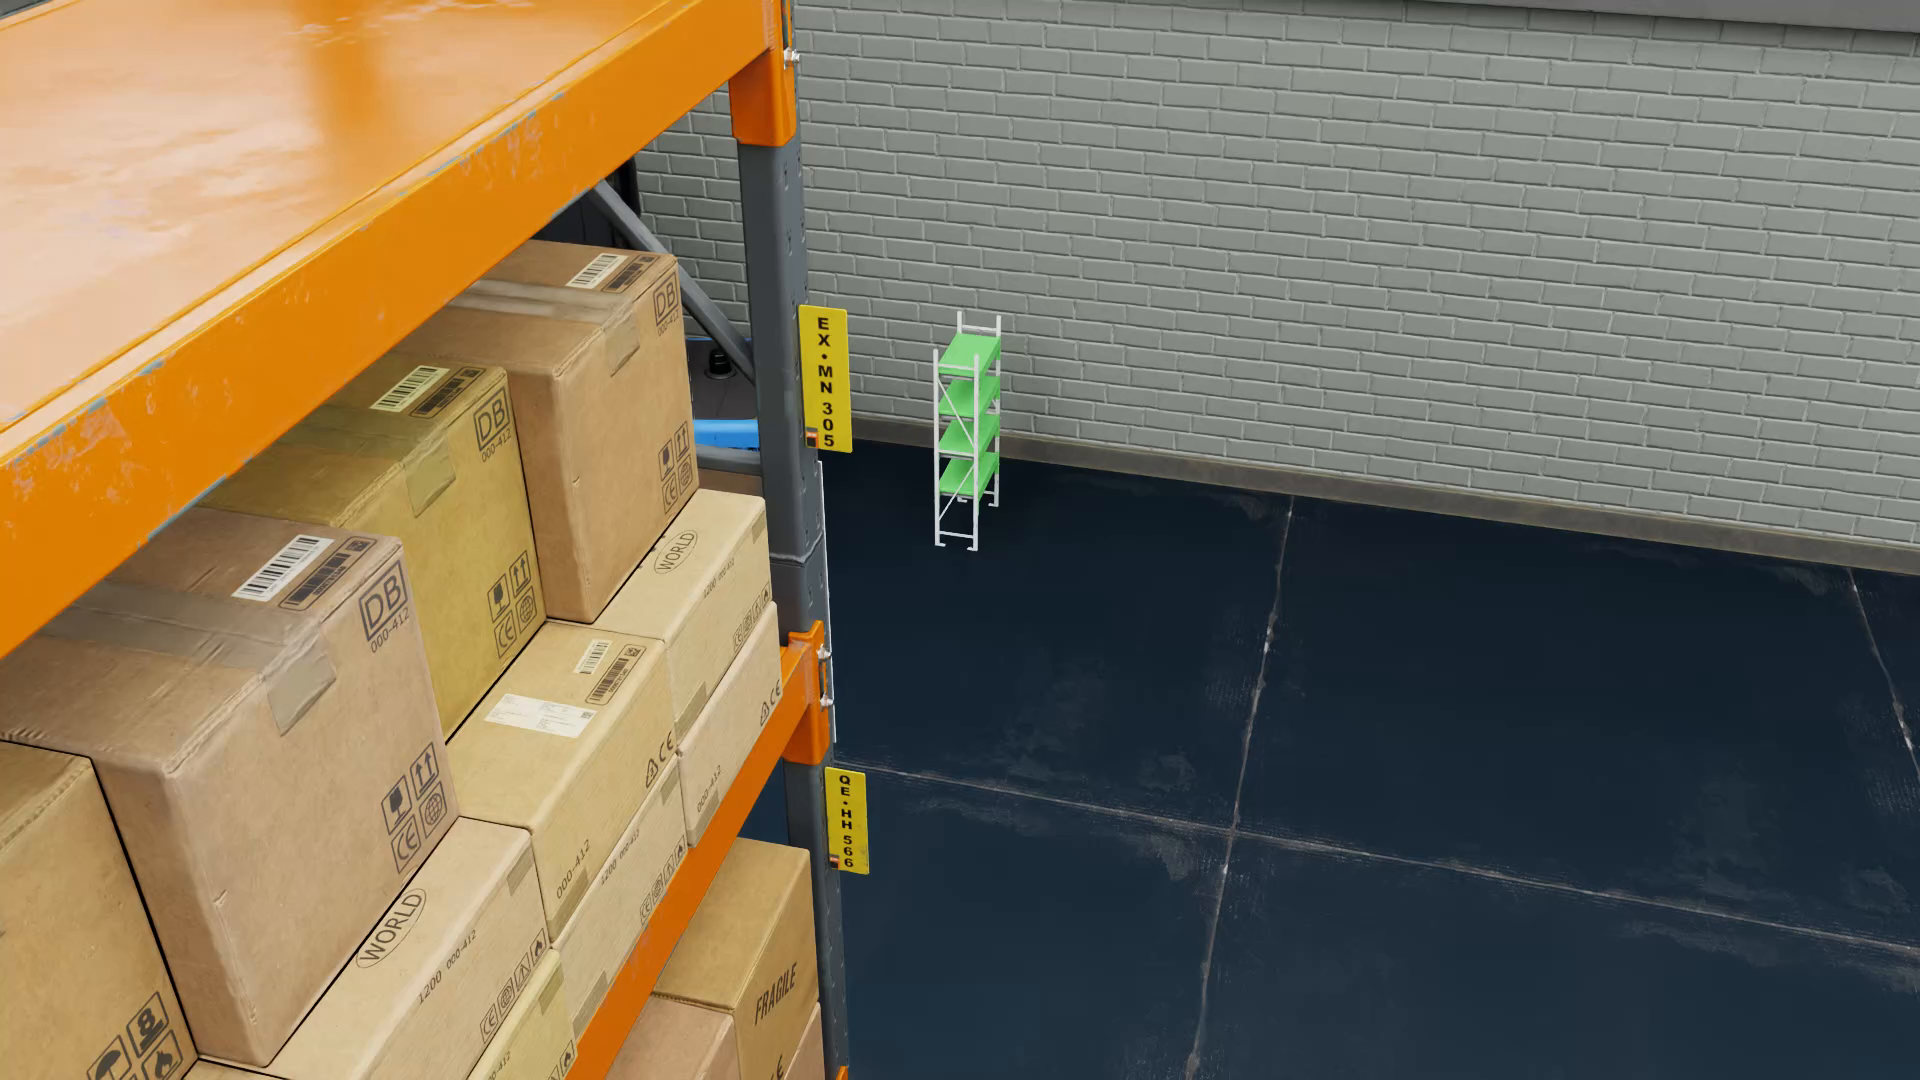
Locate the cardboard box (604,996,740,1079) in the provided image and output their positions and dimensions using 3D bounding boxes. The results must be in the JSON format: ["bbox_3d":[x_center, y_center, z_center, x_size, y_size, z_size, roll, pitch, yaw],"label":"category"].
[{"bbox_3d":[-0.782,1.292,3.467,0.500,0.500,0.500,9,34,14],"label":"cardboard box"}]

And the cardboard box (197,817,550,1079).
[{"bbox_3d":[-0.948,0.631,2.408,0.500,0.250,0.500,8,33,12],"label":"cardboard box"}]

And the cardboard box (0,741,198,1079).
[{"bbox_3d":[-1.371,0.533,1.865,0.700,0.500,0.500,8,33,12],"label":"cardboard box"}]

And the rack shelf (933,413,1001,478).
[{"bbox_3d":[0.042,-0.538,9.167,0.258,0.148,0.480,8,33,12],"label":"rack shelf"}]

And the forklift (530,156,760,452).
[{"bbox_3d":[-2.357,-1.175,8.436,3.031,2.935,1.130,0,32,0],"label":"forklift"}]

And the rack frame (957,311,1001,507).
[{"bbox_3d":[0.104,-0.719,9.332,0.240,1.200,0.015,8,33,12],"label":"rack frame"}]

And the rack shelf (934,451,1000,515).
[{"bbox_3d":[0.042,-0.336,9.296,0.258,0.148,0.480,8,33,12],"label":"rack shelf"}]

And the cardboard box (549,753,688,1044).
[{"bbox_3d":[-0.820,0.583,2.950,0.500,0.250,0.500,8,33,12],"label":"cardboard box"}]

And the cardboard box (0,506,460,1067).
[{"bbox_3d":[-1.154,0.286,2.253,0.700,0.500,0.500,8,33,12],"label":"cardboard box"}]

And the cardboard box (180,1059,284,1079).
[{"bbox_3d":[-1.069,0.892,1.999,0.500,0.250,0.500,8,33,12],"label":"cardboard box"}]

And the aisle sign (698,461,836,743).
[{"bbox_3d":[-0.494,0.134,3.889,0.394,0.787,0.004,8,33,12],"label":"aisle sign"}]

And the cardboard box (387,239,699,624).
[{"bbox_3d":[-0.922,-0.236,3.074,0.700,0.500,0.500,8,33,12],"label":"cardboard box"}]

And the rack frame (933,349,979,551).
[{"bbox_3d":[-0.020,-0.466,8.934,0.240,1.200,0.015,8,33,12],"label":"rack frame"}]

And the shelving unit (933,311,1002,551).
[{"bbox_3d":[0.042,-0.592,9.133,0.258,1.200,0.503,8,33,12],"label":"shelving unit"}]

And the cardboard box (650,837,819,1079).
[{"bbox_3d":[-0.654,1.030,3.879,0.500,0.500,0.500,8,33,12],"label":"cardboard box"}]

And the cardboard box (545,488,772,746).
[{"bbox_3d":[-0.691,0.113,3.224,0.500,0.250,0.500,8,33,12],"label":"cardboard box"}]

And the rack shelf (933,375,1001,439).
[{"bbox_3d":[0.042,-0.741,9.039,0.258,0.148,0.480,8,33,12],"label":"rack shelf"}]

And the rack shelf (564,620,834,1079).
[{"bbox_3d":[-1.315,1.301,2.352,1.077,0.370,4.000,8,33,12],"label":"rack shelf"}]

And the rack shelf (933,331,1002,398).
[{"bbox_3d":[0.042,-0.943,8.910,0.258,0.148,0.480,8,33,12],"label":"rack shelf"}]

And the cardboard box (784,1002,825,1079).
[{"bbox_3d":[-0.658,1.453,4.146,0.500,0.500,0.500,9,34,14],"label":"cardboard box"}]

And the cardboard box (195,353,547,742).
[{"bbox_3d":[-1.131,0.012,2.684,0.700,0.500,0.500,8,33,12],"label":"cardboard box"}]

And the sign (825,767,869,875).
[{"bbox_3d":[-0.276,0.689,4.066,0.100,0.325,0.005,8,33,12],"label":"sign"}]

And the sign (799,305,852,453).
[{"bbox_3d":[-0.276,-0.328,3.419,0.100,0.325,0.005,8,33,12],"label":"sign"}]

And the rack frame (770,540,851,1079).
[{"bbox_3d":[-0.807,1.225,4.597,1.000,3.000,0.127,8,33,12],"label":"rack frame"}]

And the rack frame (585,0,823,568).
[{"bbox_3d":[-0.807,-1.306,2.987,1.000,3.000,0.127,8,33,12],"label":"rack frame"}]

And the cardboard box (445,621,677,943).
[{"bbox_3d":[-0.818,0.373,2.816,0.500,0.250,0.500,8,33,12],"label":"cardboard box"}]

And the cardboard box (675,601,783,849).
[{"bbox_3d":[-0.683,0.325,3.356,0.500,0.250,0.500,8,33,12],"label":"cardboard box"}]

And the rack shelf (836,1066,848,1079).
[{"bbox_3d":[-1.315,2.567,3.157,1.077,0.370,4.000,8,33,12],"label":"rack shelf"}]

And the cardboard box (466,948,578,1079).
[{"bbox_3d":[-0.934,0.844,2.539,0.500,0.250,0.500,8,33,12],"label":"cardboard box"}]

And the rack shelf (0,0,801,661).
[{"bbox_3d":[-1.315,0.036,1.548,1.077,0.370,4.000,8,33,12],"label":"rack shelf"}]
